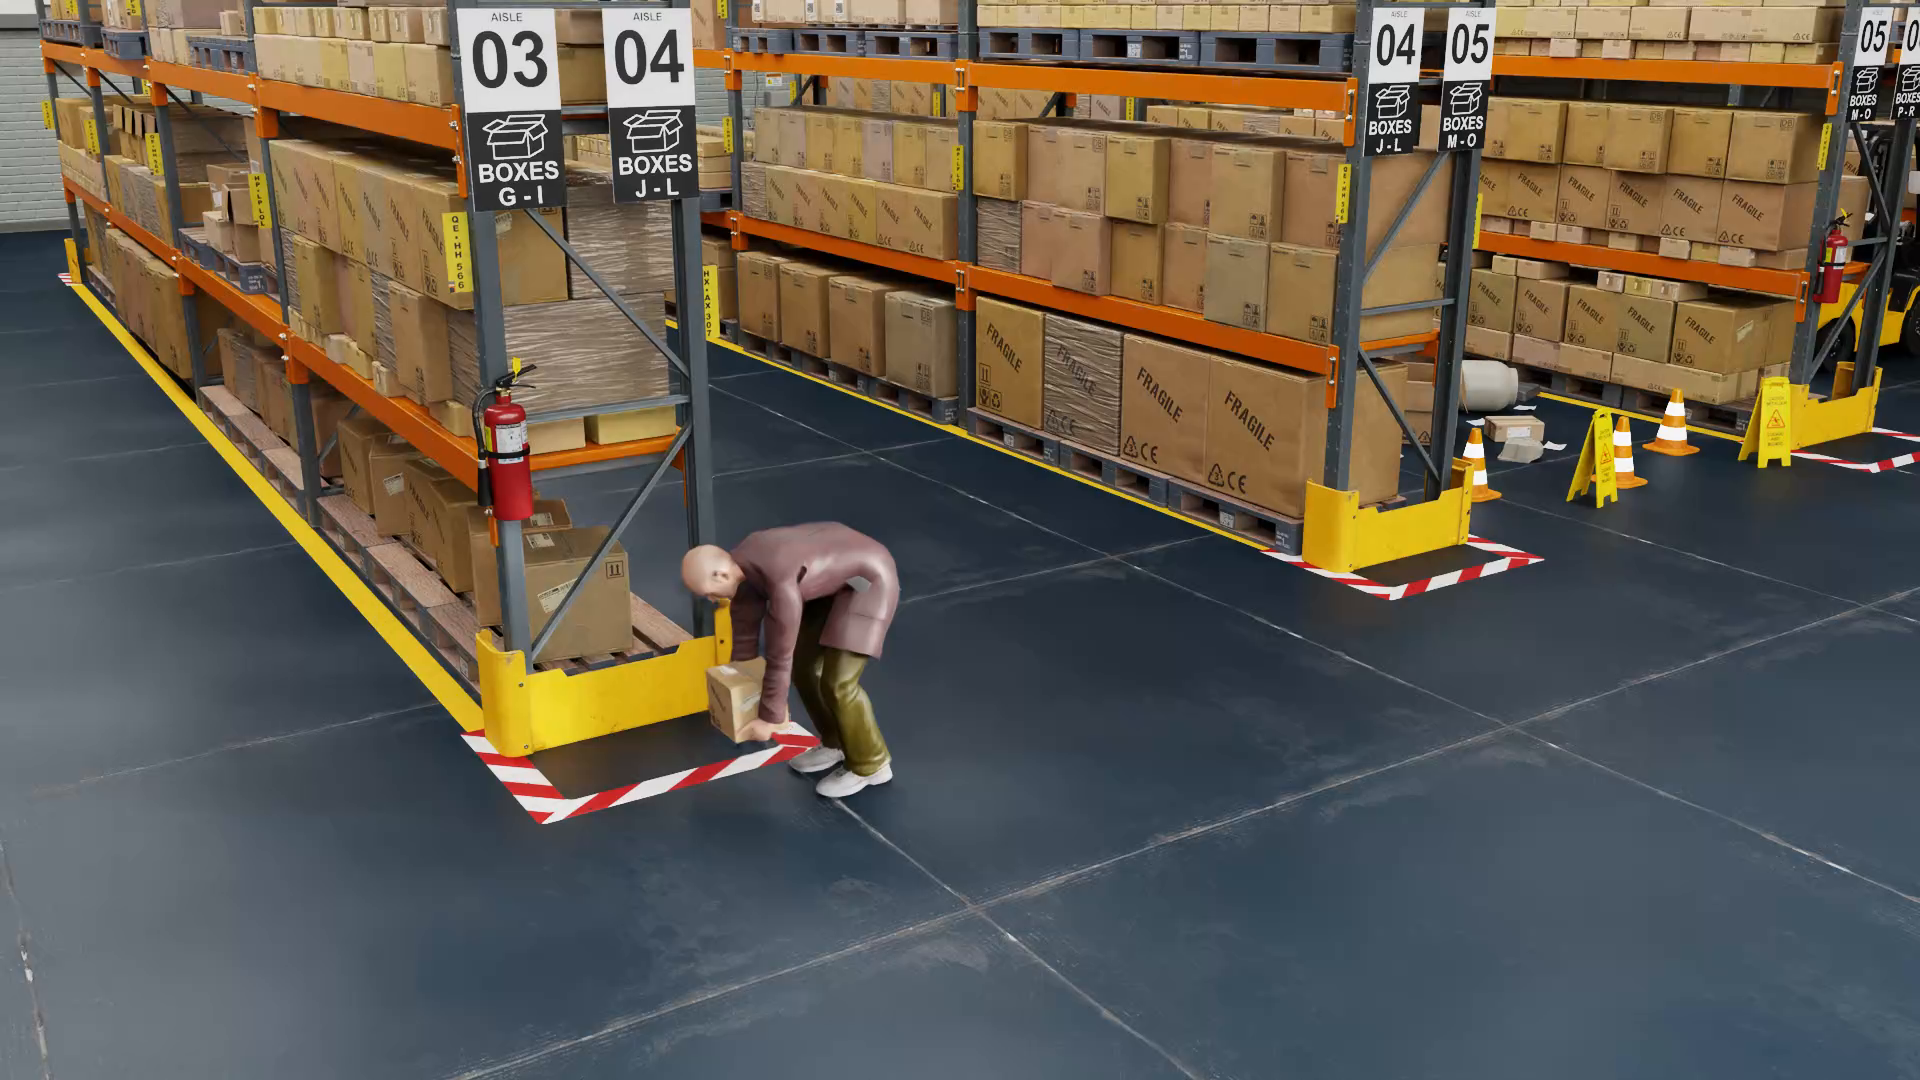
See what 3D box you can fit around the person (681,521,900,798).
[{"bbox_3d":[-0.702,0.514,6.995,0.945,1.157,0.565,-10,20,-29],"label":"person"}]
